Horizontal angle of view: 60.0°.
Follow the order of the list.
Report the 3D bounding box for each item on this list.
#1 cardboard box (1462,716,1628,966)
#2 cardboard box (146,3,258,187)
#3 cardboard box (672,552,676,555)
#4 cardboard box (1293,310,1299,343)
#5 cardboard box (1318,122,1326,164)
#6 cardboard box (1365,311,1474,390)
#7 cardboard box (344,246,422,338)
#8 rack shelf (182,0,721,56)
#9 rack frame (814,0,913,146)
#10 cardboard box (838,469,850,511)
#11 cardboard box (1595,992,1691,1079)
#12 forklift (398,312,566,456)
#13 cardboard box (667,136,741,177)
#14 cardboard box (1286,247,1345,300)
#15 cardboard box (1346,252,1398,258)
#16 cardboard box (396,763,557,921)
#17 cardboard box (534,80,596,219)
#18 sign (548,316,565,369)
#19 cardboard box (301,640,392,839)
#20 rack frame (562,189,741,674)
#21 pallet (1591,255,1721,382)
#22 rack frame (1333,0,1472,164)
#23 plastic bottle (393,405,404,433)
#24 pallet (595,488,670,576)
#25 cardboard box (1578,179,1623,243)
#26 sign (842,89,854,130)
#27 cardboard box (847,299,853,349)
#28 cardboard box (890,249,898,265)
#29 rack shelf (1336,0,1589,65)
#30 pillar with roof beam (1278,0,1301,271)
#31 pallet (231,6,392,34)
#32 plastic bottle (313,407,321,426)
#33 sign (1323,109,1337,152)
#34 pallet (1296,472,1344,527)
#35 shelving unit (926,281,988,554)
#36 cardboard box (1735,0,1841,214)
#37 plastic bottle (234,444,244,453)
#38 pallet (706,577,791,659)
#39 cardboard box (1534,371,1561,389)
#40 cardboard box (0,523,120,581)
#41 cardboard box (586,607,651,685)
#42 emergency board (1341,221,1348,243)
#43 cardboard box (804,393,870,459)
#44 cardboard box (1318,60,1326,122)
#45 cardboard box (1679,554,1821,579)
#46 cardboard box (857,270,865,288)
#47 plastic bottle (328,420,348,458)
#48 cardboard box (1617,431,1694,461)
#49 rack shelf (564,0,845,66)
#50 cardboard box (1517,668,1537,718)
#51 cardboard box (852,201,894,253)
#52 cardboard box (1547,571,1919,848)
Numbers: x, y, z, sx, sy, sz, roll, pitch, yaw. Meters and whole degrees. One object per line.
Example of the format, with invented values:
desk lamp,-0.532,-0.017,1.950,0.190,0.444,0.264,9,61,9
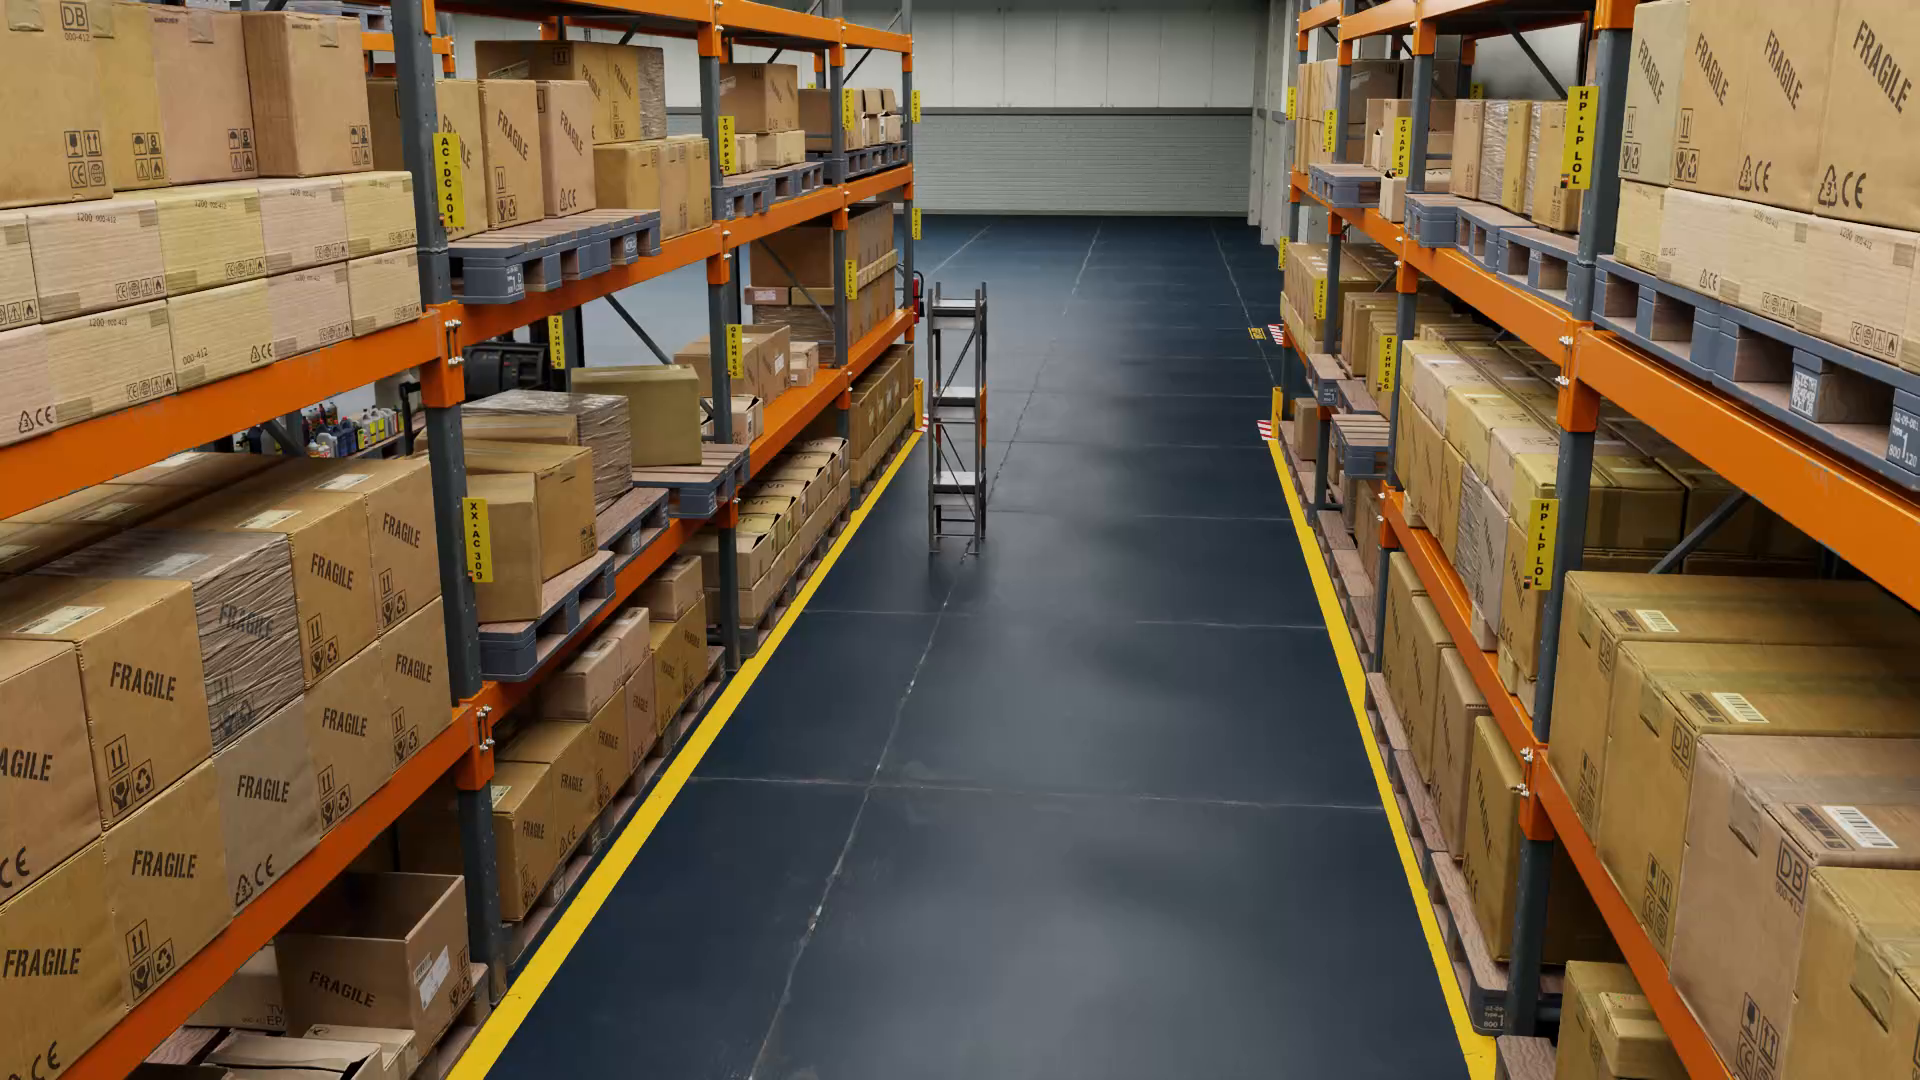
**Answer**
cardboard box,2.510,1.213,6.743,0.750,0.750,0.750,2,15,7
cardboard box,-2.571,-1.321,4.946,0.700,0.500,0.500,2,15,6
cardboard box,-2.091,0.079,11.013,0.500,0.311,0.500,2,15,8
cardboard box,3.382,-1.984,15.501,0.500,0.250,0.500,2,15,7
cardboard box,3.350,-3.299,14.141,0.500,0.500,0.500,0,15,2
cardboard box,3.264,-1.338,11.828,0.700,0.500,0.500,4,16,14
cardboard box,-2.147,-0.836,5.548,0.500,0.250,0.500,2,15,6
rack shelf,-2.131,-2.469,7.697,1.077,0.370,4.000,2,15,6
rack frame,-1.003,-5.603,17.143,1.000,3.000,0.127,2,15,6
cardboard box,-1.213,-0.429,13.964,0.500,0.250,0.500,2,15,6
cardboard box,2.159,1.516,5.052,0.380,0.149,0.250,2,15,8
forklift,-3.805,-1.368,13.106,1.130,2.935,3.031,4,16,14
cardboard box,-1.793,-2.614,11.319,0.500,0.250,0.500,1,15,5
cardboard box,3.502,-2.618,16.411,0.500,0.500,0.500,2,15,6
cardboard box,3.957,-2.468,15.855,0.500,0.500,0.500,1,15,5
cardboard box,-2.060,1.282,7.122,0.500,0.500,0.500,1,15,4
cardboard box,-2.079,-1.816,7.698,0.600,0.600,0.600,1,15,4
sign,-2.457,-1.206,10.159,0.100,0.325,0.005,2,15,6
cardboard box,-2.215,0.628,5.401,0.500,0.500,0.500,2,15,8
rack frame,-1.905,-0.632,10.252,1.000,3.000,0.127,2,15,6
pallet,2.463,-0.643,4.716,1.003,0.211,1.213,2,15,6
rack frame,3.468,-4.420,12.770,1.000,3.000,0.127,2,15,6
plastic bottle,-5.691,-1.235,16.843,0.061,0.283,0.133,2,15,8
pallet,-2.120,-0.035,8.412,1.003,0.211,1.213,2,15,6
cardboard box,2.774,-1.383,6.250,0.700,0.500,0.500,1,15,3
sign,-0.914,-3.505,13.539,0.100,0.325,0.005,2,15,6
cardboard box,-1.357,-1.970,15.009,0.700,0.500,0.500,2,15,6
cardboard box,-0.856,-2.963,17.441,0.380,0.149,0.250,1,15,5
rack shelf,3.243,-3.361,10.998,1.077,0.370,4.000,2,15,6
pillar with roof beam,2.454,-10.046,33.575,9.100,9.000,0.400,2,15,6
pallet,-6.175,-4.960,15.893,1.003,0.211,1.213,2,15,6
plastic bottle,-6.477,-1.199,16.734,0.097,0.271,0.097,0,15,0
sign,2.928,-3.236,13.146,0.100,0.325,0.005,2,15,6
pallet,3.509,-0.354,14.565,1.003,0.211,1.213,2,15,6
shelving unit,-0.019,-0.971,13.229,0.431,2.100,0.503,2,15,6
cardboard box,2.104,-1.000,3.721,0.500,0.500,0.500,2,15,7
plastic bottle,-6.644,-0.781,15.322,0.097,0.201,0.097,0,15,0
pallet,-1.774,0.502,11.402,1.003,0.211,1.213,2,15,6
cardboard box,3.100,-0.658,8.113,0.500,0.250,0.500,1,15,5
cardboard box,-2.806,0.256,4.863,0.500,0.500,0.500,1,15,5
cardboard box,-1.891,0.530,8.465,0.500,0.250,0.500,1,15,5
emergency board,5.694,-4.551,24.745,0.194,1.169,0.643,2,15,6
cardboard box,-1.091,-1.018,14.706,0.500,0.500,0.500,2,15,6
cardboard box,3.307,-3.794,14.055,0.500,0.500,0.500,3,15,9
cardboard box,2.868,0.237,6.239,0.500,0.500,0.500,1,15,4
cardboard box,-1.090,-2.429,15.465,0.380,0.149,0.250,1,15,5
plastic bottle,-5.872,-0.947,15.650,0.144,0.351,0.185,2,15,8
cardboard box,2.929,-0.261,6.643,0.500,0.250,0.500,2,15,7
rack shelf,-1.680,-3.506,11.534,1.077,0.370,4.000,2,15,6
cardboard box,2.323,0.566,6.265,0.380,0.149,0.250,2,15,7
cardboard box,-1.074,-3.247,17.246,0.700,0.500,0.500,2,15,6
cardboard box,2.488,0.546,5.322,0.980,0.700,0.700,2,15,7
